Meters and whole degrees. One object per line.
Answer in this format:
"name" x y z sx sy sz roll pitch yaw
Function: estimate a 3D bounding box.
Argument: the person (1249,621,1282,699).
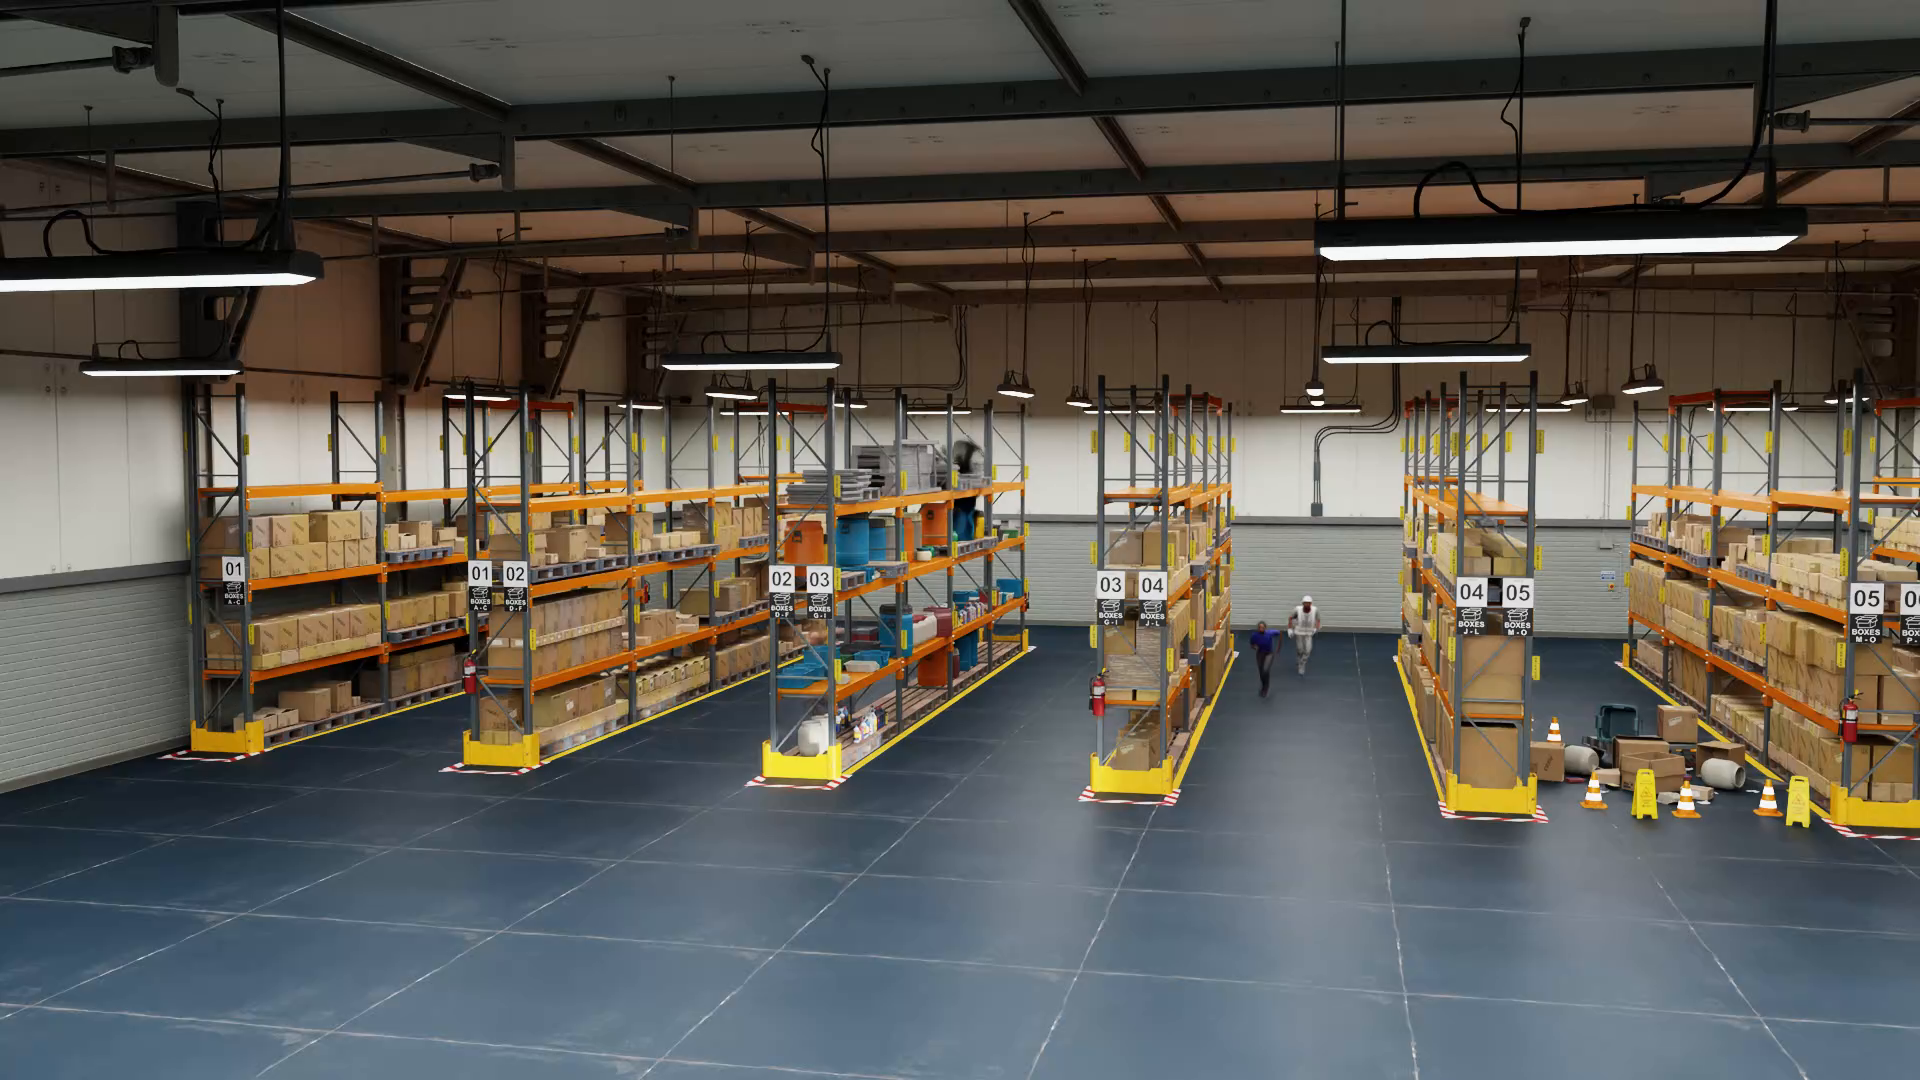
"person" 6.068 2.369 33.002 0.624 1.602 0.931 1 3 19

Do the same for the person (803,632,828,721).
"person" -2.526 2.453 29.880 0.708 1.656 0.825 -1 3 -17

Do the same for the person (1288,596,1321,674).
"person" 7.558 2.066 36.488 0.670 1.707 0.698 0 3 -5
